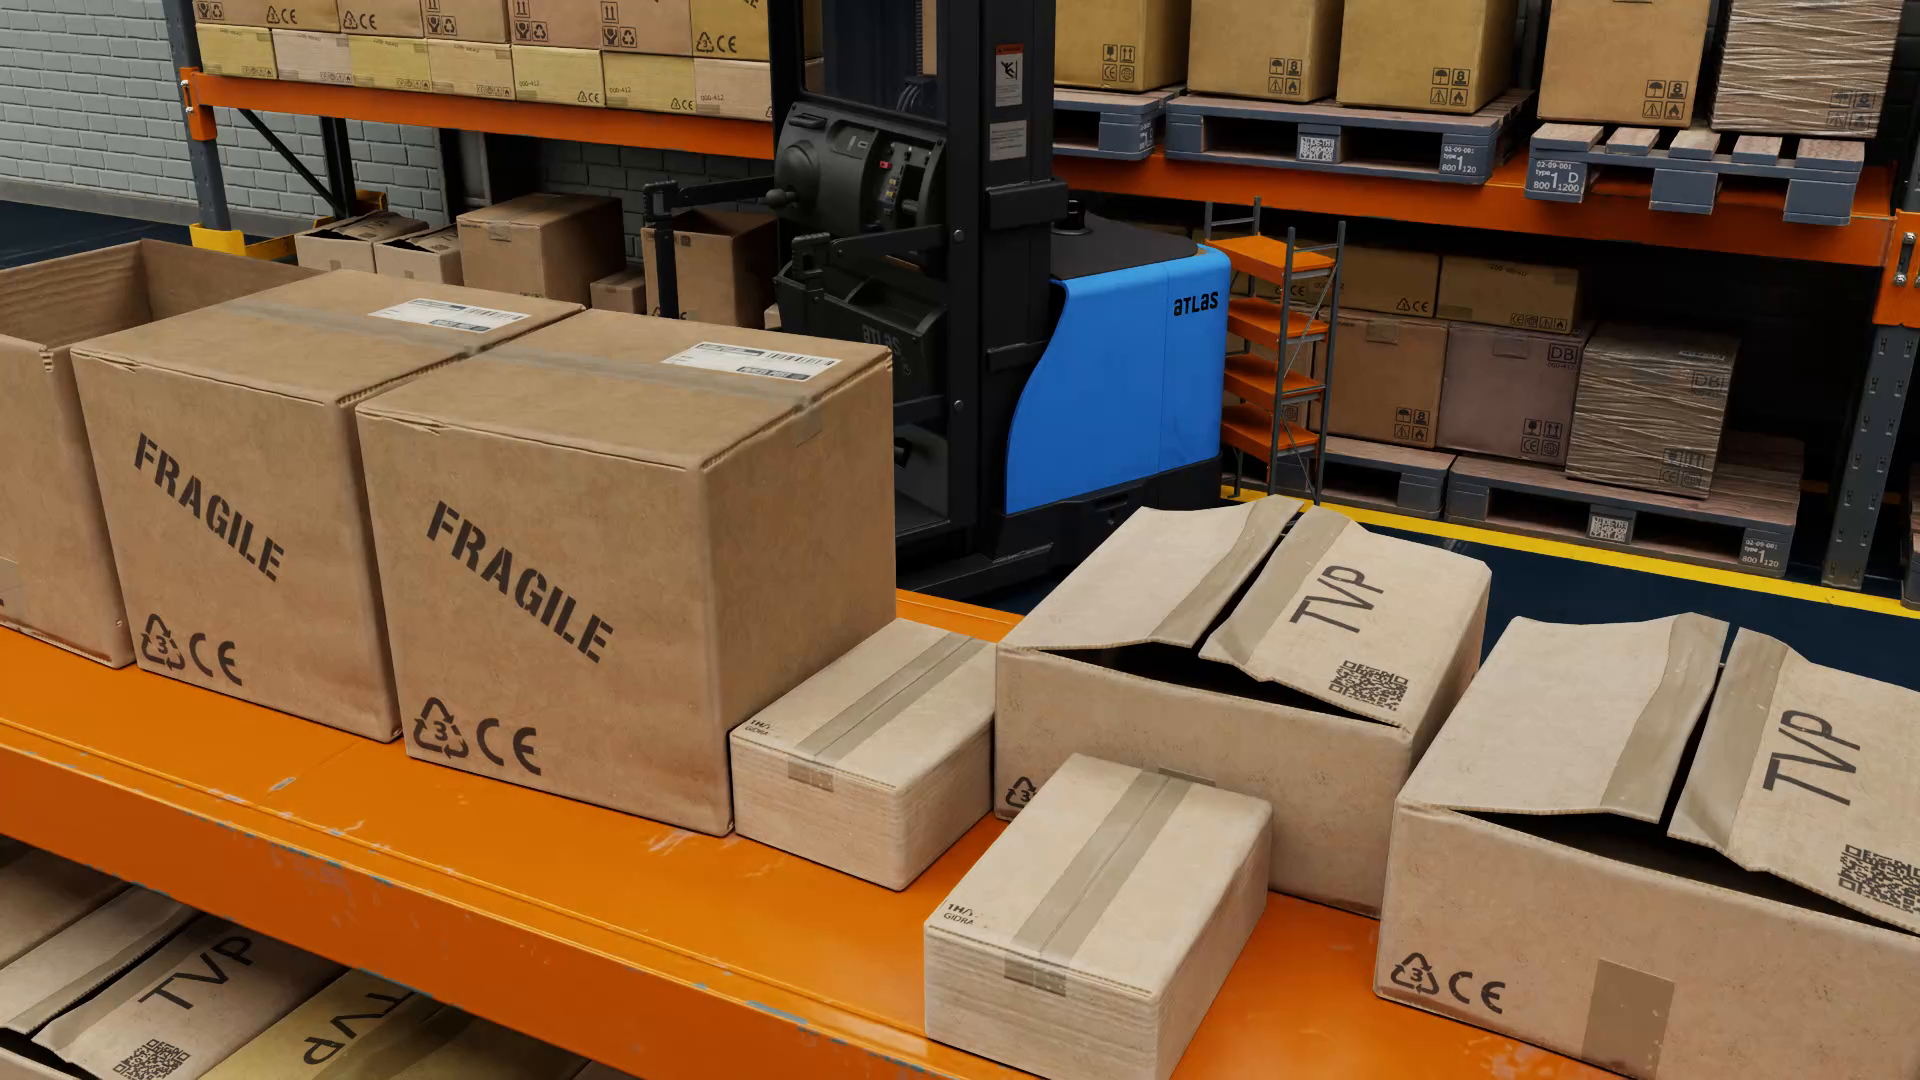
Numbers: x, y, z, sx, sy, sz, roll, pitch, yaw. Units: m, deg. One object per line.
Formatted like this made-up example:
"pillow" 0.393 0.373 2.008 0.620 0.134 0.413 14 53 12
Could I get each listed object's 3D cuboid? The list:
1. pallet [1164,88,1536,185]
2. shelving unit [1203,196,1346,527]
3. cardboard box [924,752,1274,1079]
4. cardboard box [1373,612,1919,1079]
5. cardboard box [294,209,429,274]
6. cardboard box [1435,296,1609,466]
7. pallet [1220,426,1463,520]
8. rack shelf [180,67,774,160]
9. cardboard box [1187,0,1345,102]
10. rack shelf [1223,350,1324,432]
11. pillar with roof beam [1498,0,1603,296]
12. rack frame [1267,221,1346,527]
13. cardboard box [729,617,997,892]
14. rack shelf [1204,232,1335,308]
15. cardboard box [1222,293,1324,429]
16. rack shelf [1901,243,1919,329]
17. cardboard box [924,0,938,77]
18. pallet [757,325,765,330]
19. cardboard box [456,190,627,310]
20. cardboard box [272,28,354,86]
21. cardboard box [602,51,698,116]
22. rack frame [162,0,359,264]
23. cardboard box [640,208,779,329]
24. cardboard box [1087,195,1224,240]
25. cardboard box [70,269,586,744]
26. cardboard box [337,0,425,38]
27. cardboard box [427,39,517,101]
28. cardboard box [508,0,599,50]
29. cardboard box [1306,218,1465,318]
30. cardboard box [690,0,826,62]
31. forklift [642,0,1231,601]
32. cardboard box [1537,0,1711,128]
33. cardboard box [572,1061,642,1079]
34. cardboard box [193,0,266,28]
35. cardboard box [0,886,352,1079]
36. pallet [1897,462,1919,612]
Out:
"pallet" 1.532 -1.628 6.489 1.213 0.211 1.003 11 25 25
"shelving unit" 1.123 -0.623 6.181 0.258 1.200 0.503 -11 26 -25
"cardboard box" 0.158 0.403 1.789 0.250 0.149 0.380 11 25 25
"cardboard box" 0.780 0.312 1.798 0.500 0.311 0.500 13 26 28
"cardboard box" -3.246 -1.605 9.064 0.500 0.311 0.500 8 24 19
"cardboard box" 2.244 -0.673 6.632 0.500 0.500 0.700 11 25 24
"pallet" 1.536 -0.452 7.043 1.213 0.211 1.003 11 25 25
"rack shelf" -2.038 -2.109 8.296 4.000 0.370 1.077 11 25 25
"cardboard box" 1.283 -2.027 6.494 0.500 0.500 0.700 15 27 32
"rack shelf" 1.123 -0.561 6.207 0.258 0.148 0.480 -11 26 -25
"pillar with roof beam" 0.605 -3.169 2.204 0.400 9.000 9.100 11 25 25
"rack frame" 1.235 -0.538 5.981 0.240 1.200 0.015 -11 26 -25
"cardboard box" -0.078 0.260 2.126 0.250 0.149 0.380 13 26 28
"rack shelf" 1.123 -0.984 6.027 0.258 0.148 0.480 -11 26 -25
"cardboard box" 1.333 -0.837 7.017 0.500 0.500 0.700 12 26 25
"rack shelf" 5.102 -0.696 4.974 4.000 0.370 1.077 11 25 25
"cardboard box" 0.186 -2.234 6.979 0.500 0.500 0.700 11 26 25
"pallet" -0.868 -0.910 8.120 1.213 0.211 1.003 11 25 25
"cardboard box" -2.105 -1.444 8.445 0.500 0.500 0.700 10 25 21
"cardboard box" -3.060 -2.450 8.343 0.500 0.250 0.500 10 25 23
"cardboard box" -1.253 -2.096 7.511 0.500 0.250 0.500 11 26 25
"rack frame" -3.822 -2.793 8.985 0.127 3.000 1.000 11 25 25
"cardboard box" -1.197 -1.308 8.126 0.500 0.500 0.500 9 25 21
"cardboard box" 0.806 -1.283 7.109 0.500 0.250 0.500 11 25 23
"cardboard box" -0.889 -0.079 2.476 0.500 0.500 0.500 11 25 25
"cardboard box" -2.637 -2.705 7.986 0.500 0.500 0.500 10 25 23
"cardboard box" -2.158 -2.268 7.915 0.500 0.250 0.500 11 26 25
"cardboard box" -1.707 -2.526 7.566 0.500 0.500 0.500 10 25 23
"cardboard box" 1.709 -1.098 6.674 0.500 0.250 0.500 11 25 24
"cardboard box" -0.814 -2.348 7.145 0.500 0.500 0.500 11 25 24
"forklift" -0.509 -1.207 5.342 3.031 2.935 1.130 -16 28 -32
"cardboard box" 2.382 -1.798 5.955 0.500 0.500 0.700 9 25 20
"cardboard box" -0.409 0.978 2.377 0.500 0.311 0.500 11 25 24
"cardboard box" -3.532 -2.889 8.419 0.500 0.500 0.500 11 25 25
"cardboard box" -1.321 0.799 2.799 0.500 0.311 0.500 10 25 23
"pallet" 3.987 0.068 5.820 1.213 0.211 1.003 11 25 25
